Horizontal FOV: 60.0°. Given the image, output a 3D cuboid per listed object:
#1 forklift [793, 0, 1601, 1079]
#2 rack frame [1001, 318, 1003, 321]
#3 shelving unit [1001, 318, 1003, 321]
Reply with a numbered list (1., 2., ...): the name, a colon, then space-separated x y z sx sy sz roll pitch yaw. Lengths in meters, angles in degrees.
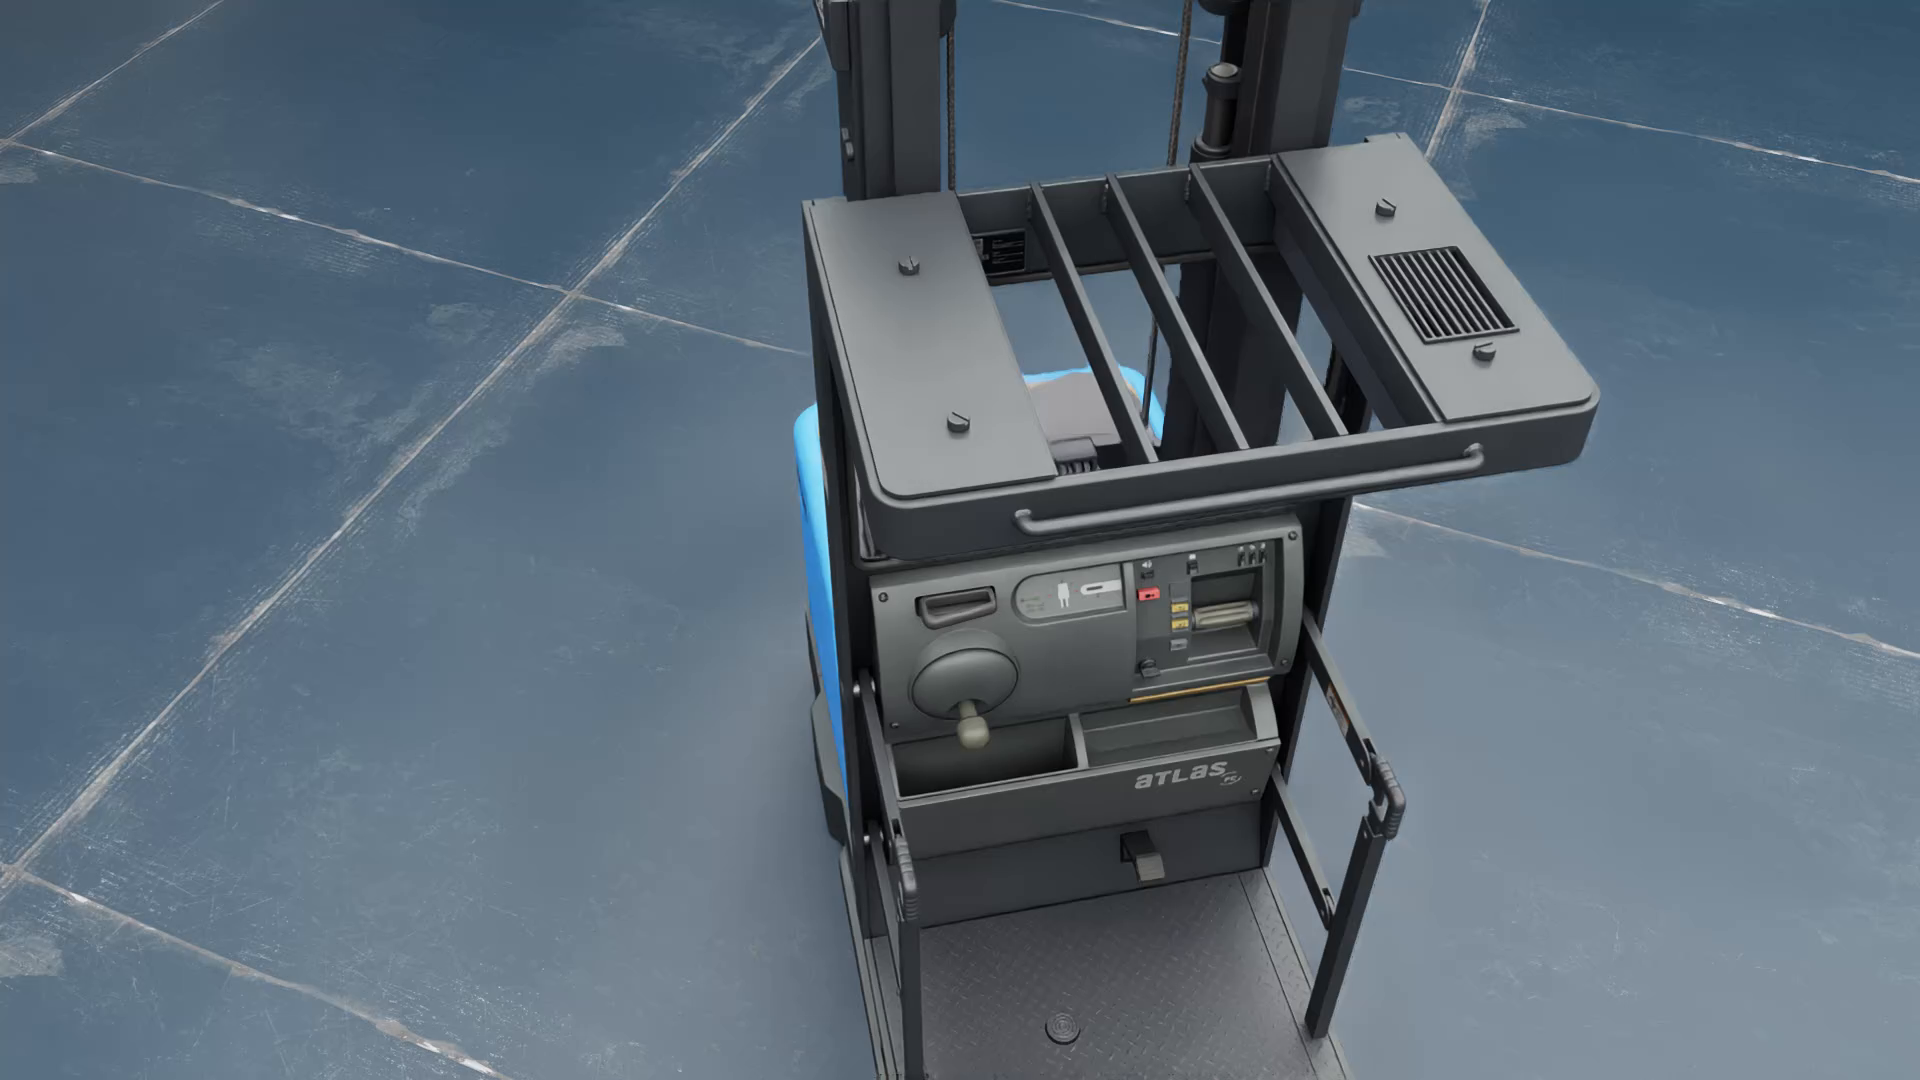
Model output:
1. forklift: 0.325 0.292 3.379 1.130 2.935 3.031 -8 45 -8
2. rack frame: 0.086 -0.294 5.407 0.006 0.900 0.240 16 47 16
3. shelving unit: -0.007 -0.321 5.435 0.210 0.900 0.258 16 47 16
